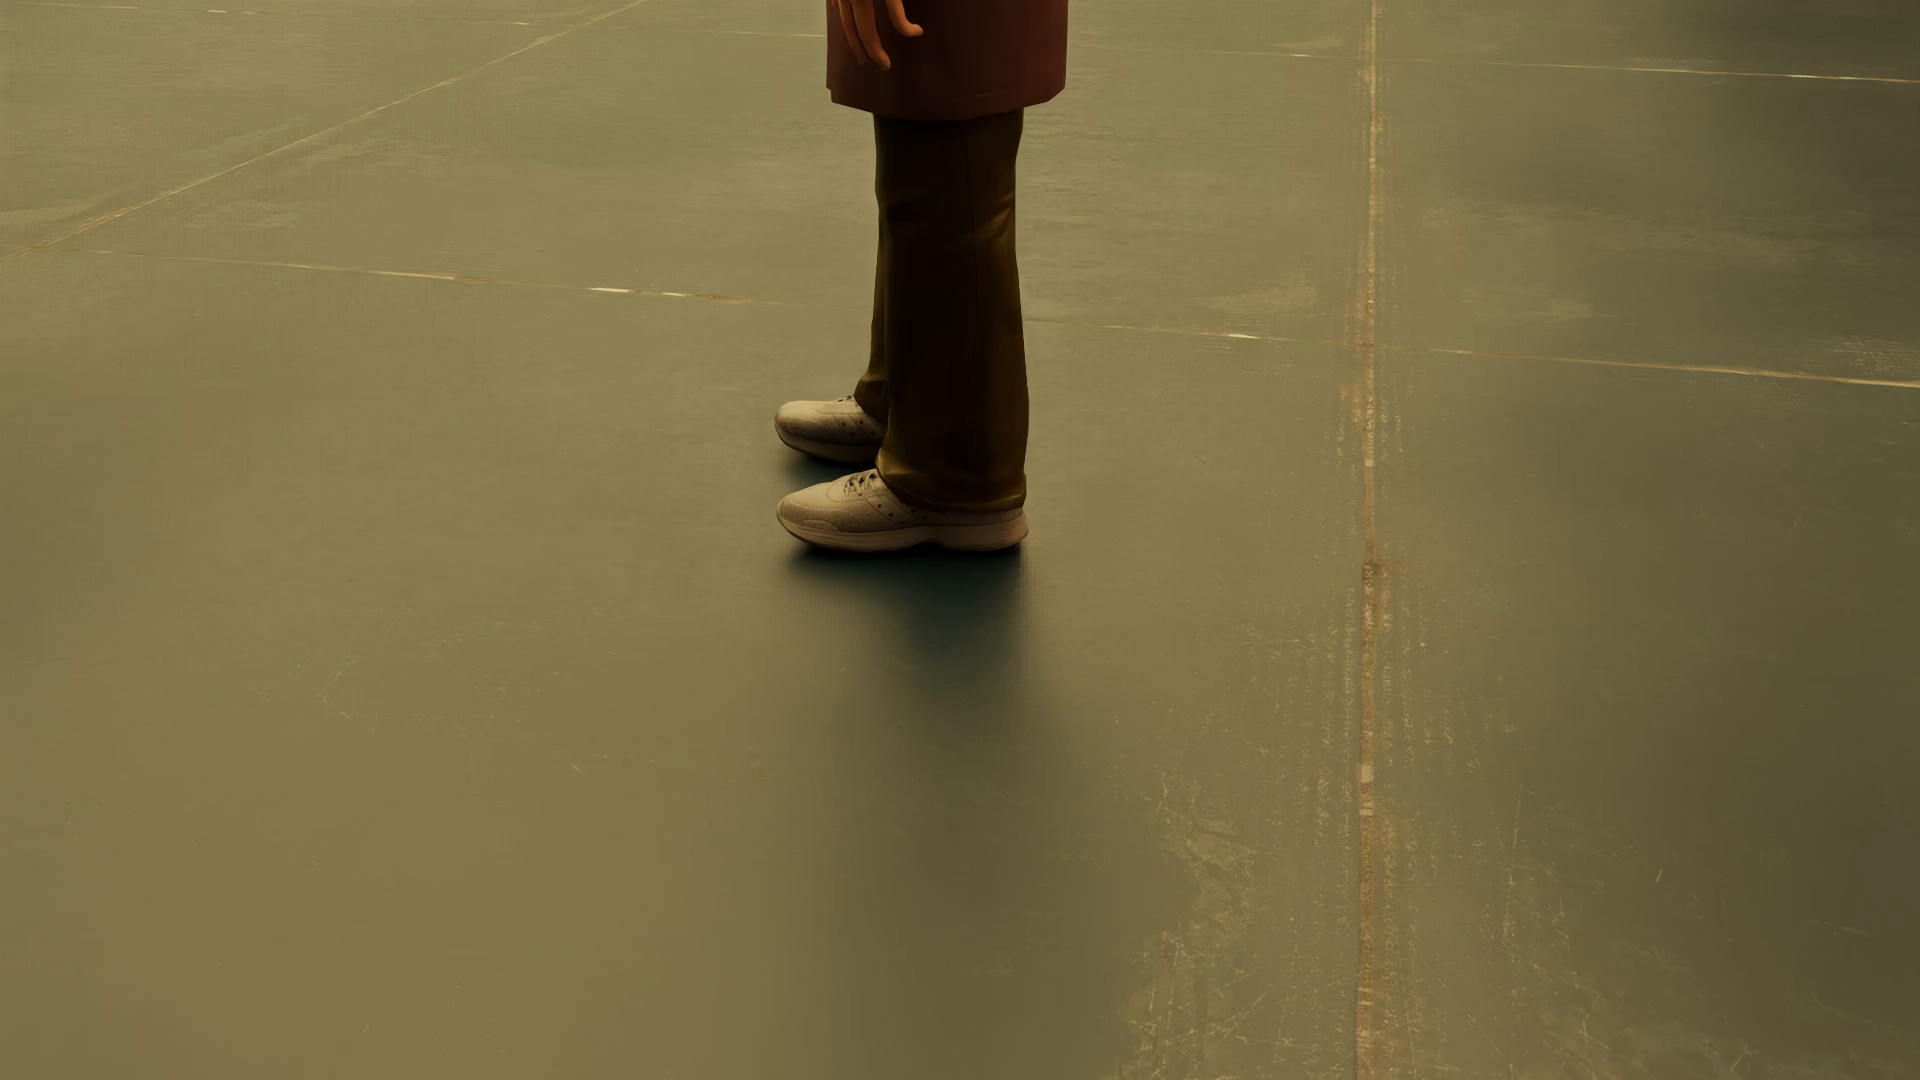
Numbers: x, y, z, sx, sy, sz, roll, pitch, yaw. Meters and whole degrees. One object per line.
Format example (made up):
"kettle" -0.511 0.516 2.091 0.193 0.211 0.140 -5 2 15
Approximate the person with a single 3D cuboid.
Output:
"person" -0.089 -0.811 2.117 0.579 1.778 0.698 6 27 11
